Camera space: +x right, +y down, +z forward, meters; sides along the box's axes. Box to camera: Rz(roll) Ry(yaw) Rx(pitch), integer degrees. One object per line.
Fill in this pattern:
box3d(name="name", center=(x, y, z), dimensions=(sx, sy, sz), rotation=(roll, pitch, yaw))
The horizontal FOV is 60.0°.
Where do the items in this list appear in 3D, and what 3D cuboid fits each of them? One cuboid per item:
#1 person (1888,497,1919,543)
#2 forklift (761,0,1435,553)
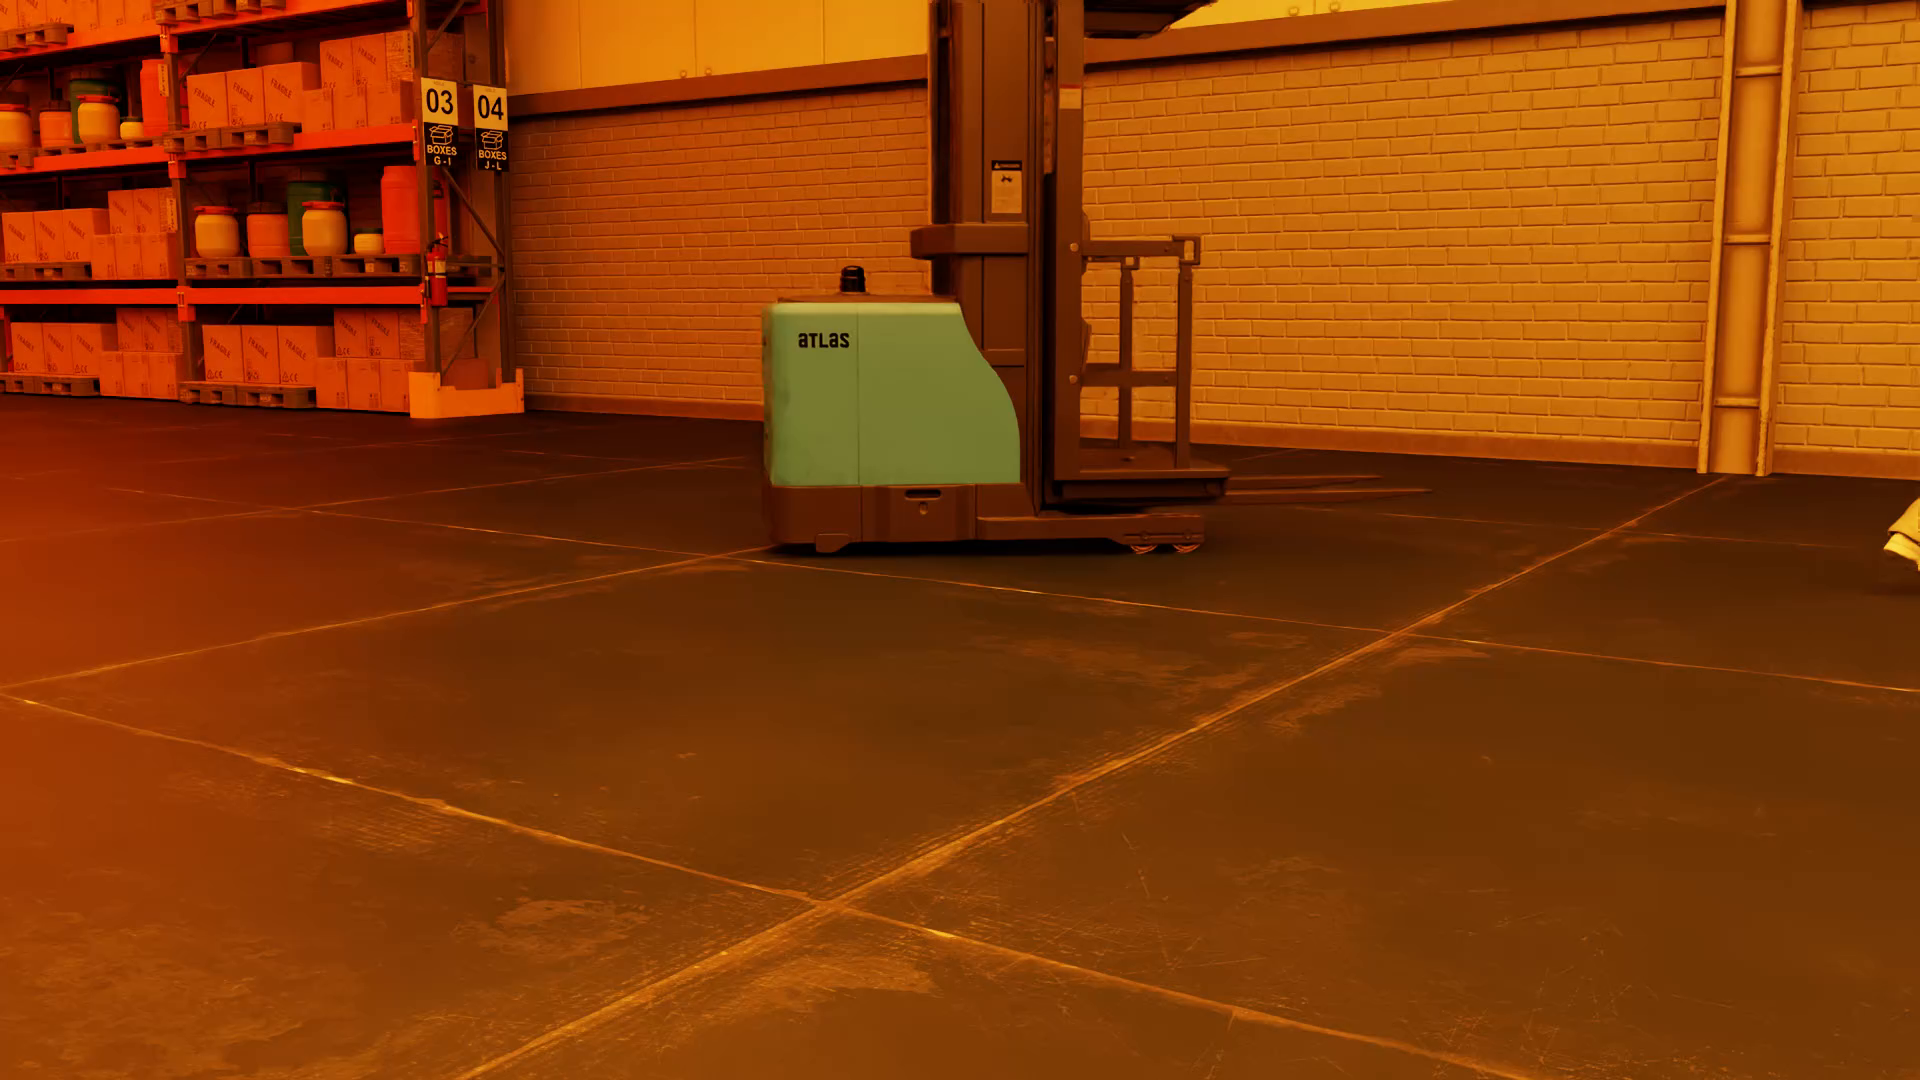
box3d(name="person", center=(3.756, -0.528, 6.089), dimensions=(0.505, 1.337, 0.565), rotation=(-1, 8, -9))
box3d(name="forklift", center=(0.625, -1.468, 7.515), dimensions=(3.031, 2.935, 1.130), rotation=(-1, 8, -9))
